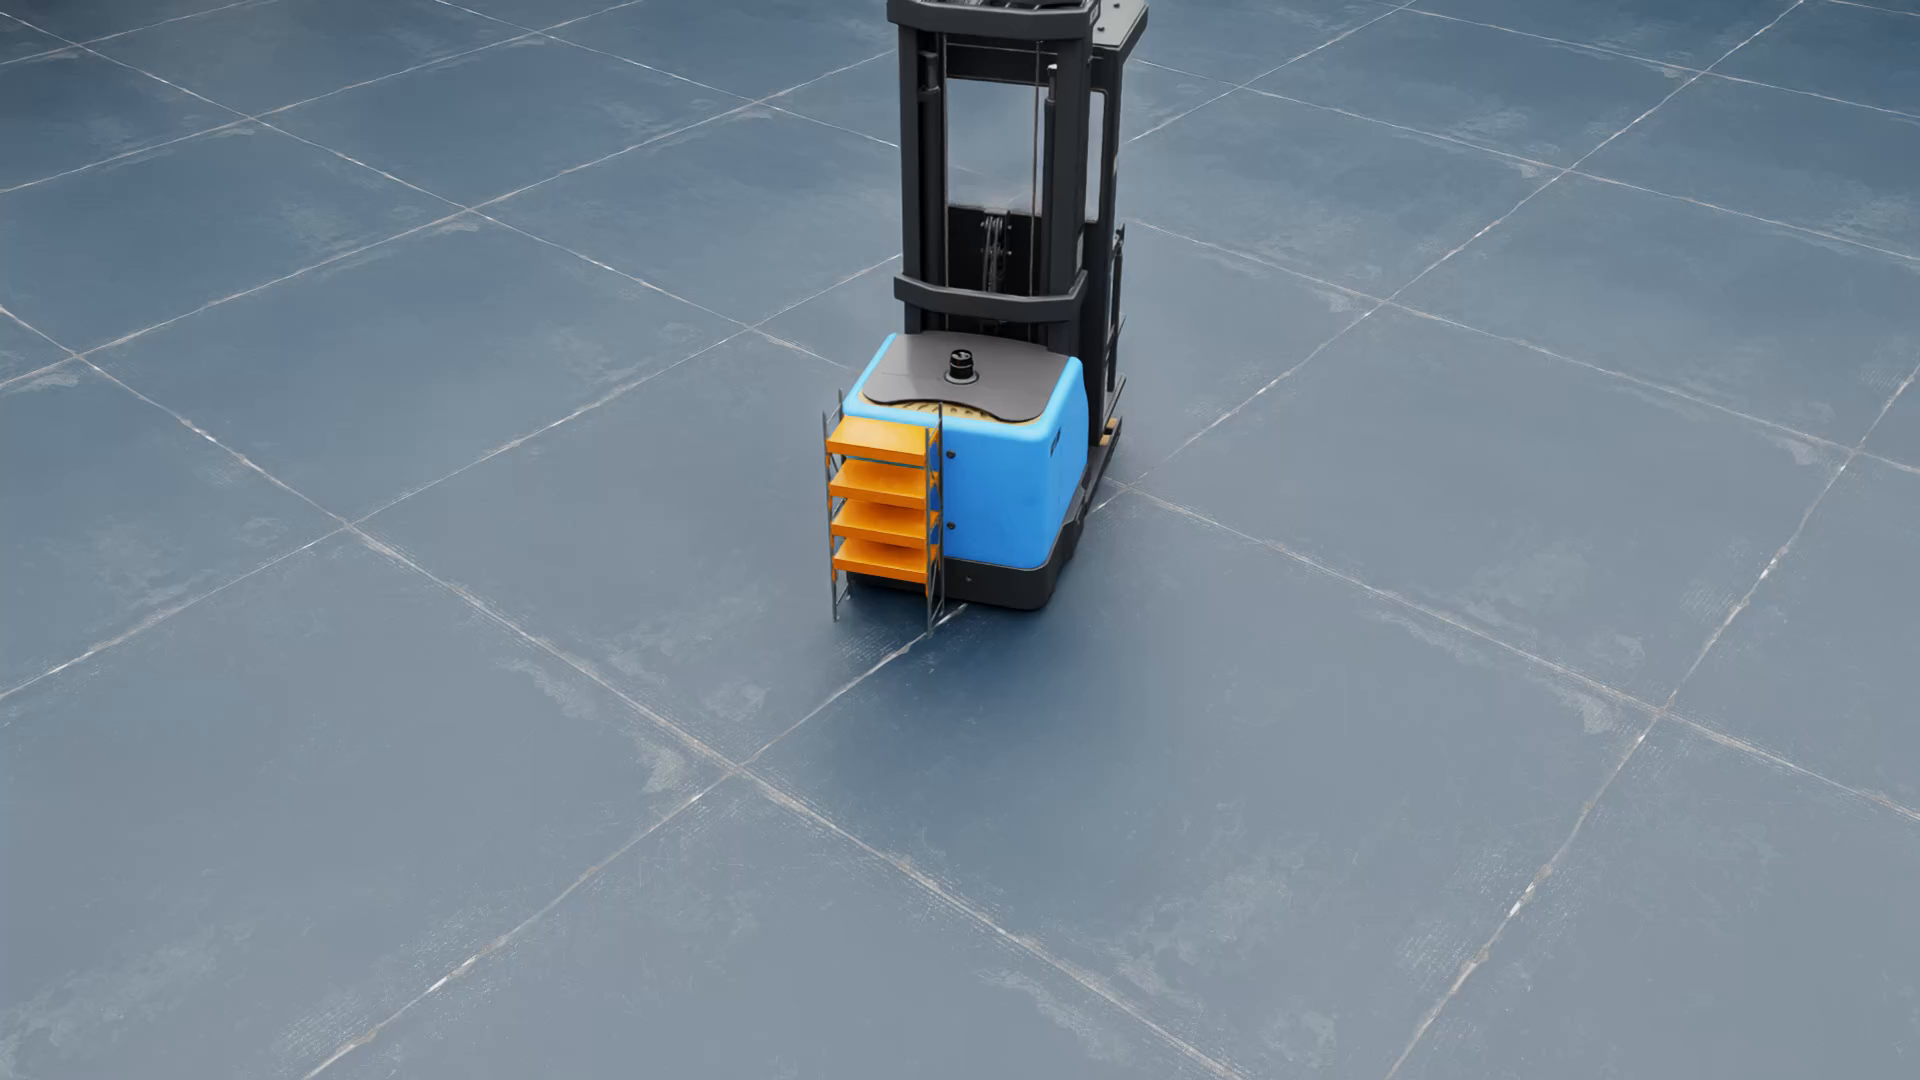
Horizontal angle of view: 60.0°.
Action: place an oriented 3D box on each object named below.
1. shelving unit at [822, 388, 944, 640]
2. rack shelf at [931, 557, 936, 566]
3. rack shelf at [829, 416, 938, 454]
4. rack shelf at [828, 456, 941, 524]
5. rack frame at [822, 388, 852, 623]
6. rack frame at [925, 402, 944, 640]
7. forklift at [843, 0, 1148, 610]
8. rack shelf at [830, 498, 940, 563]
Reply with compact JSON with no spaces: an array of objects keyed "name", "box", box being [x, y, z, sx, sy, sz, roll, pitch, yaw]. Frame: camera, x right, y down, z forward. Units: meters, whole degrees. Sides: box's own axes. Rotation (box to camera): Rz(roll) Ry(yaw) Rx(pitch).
[{"name":"shelving unit","box":[-0.353,-0.110,7.932,0.503,1.200,0.258,9,36,13]},{"name":"rack shelf","box":[-0.353,0.086,8.067,0.442,0.029,0.199,9,36,13]},{"name":"rack shelf","box":[-0.353,-0.466,7.687,0.457,0.050,0.221,9,36,13]},{"name":"rack shelf","box":[-0.353,-0.239,7.844,0.480,0.148,0.258,9,36,13]},{"name":"rack frame","box":[-0.588,-0.147,7.987,0.015,1.200,0.240,9,36,13]},{"name":"rack frame","box":[-0.118,-0.072,7.878,0.015,1.200,0.240,9,36,13]},{"name":"forklift","box":[0.309,-1.696,8.713,1.130,2.935,3.031,9,36,13]},{"name":"rack shelf","box":[-0.353,-0.054,7.970,0.480,0.148,0.258,9,36,13]}]
